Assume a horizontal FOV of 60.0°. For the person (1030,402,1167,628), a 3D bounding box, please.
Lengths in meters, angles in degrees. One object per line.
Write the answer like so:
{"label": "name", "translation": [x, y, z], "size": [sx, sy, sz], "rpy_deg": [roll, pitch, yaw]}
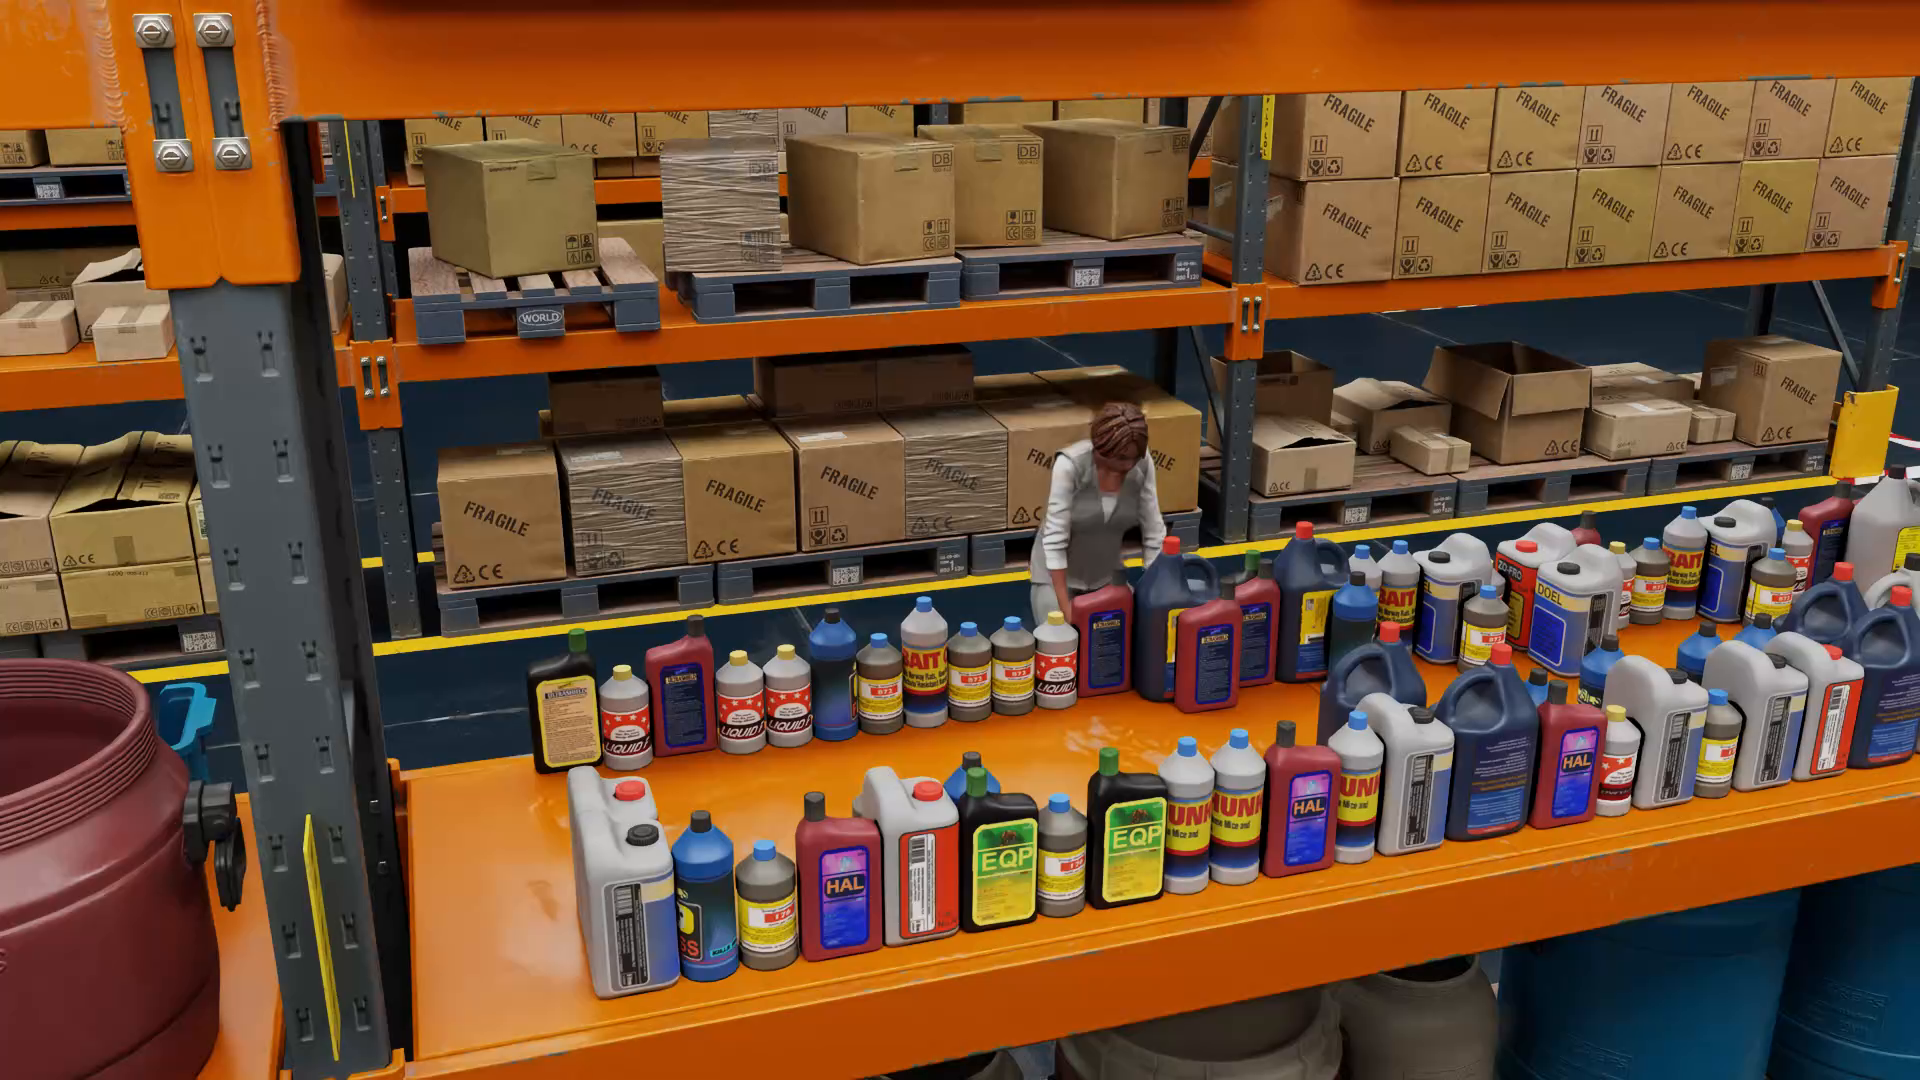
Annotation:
{"label": "person", "translation": [0.482, 0.179, 5.826], "size": [0.454, 1.444, 0.539], "rpy_deg": [-6, 20, -16]}
